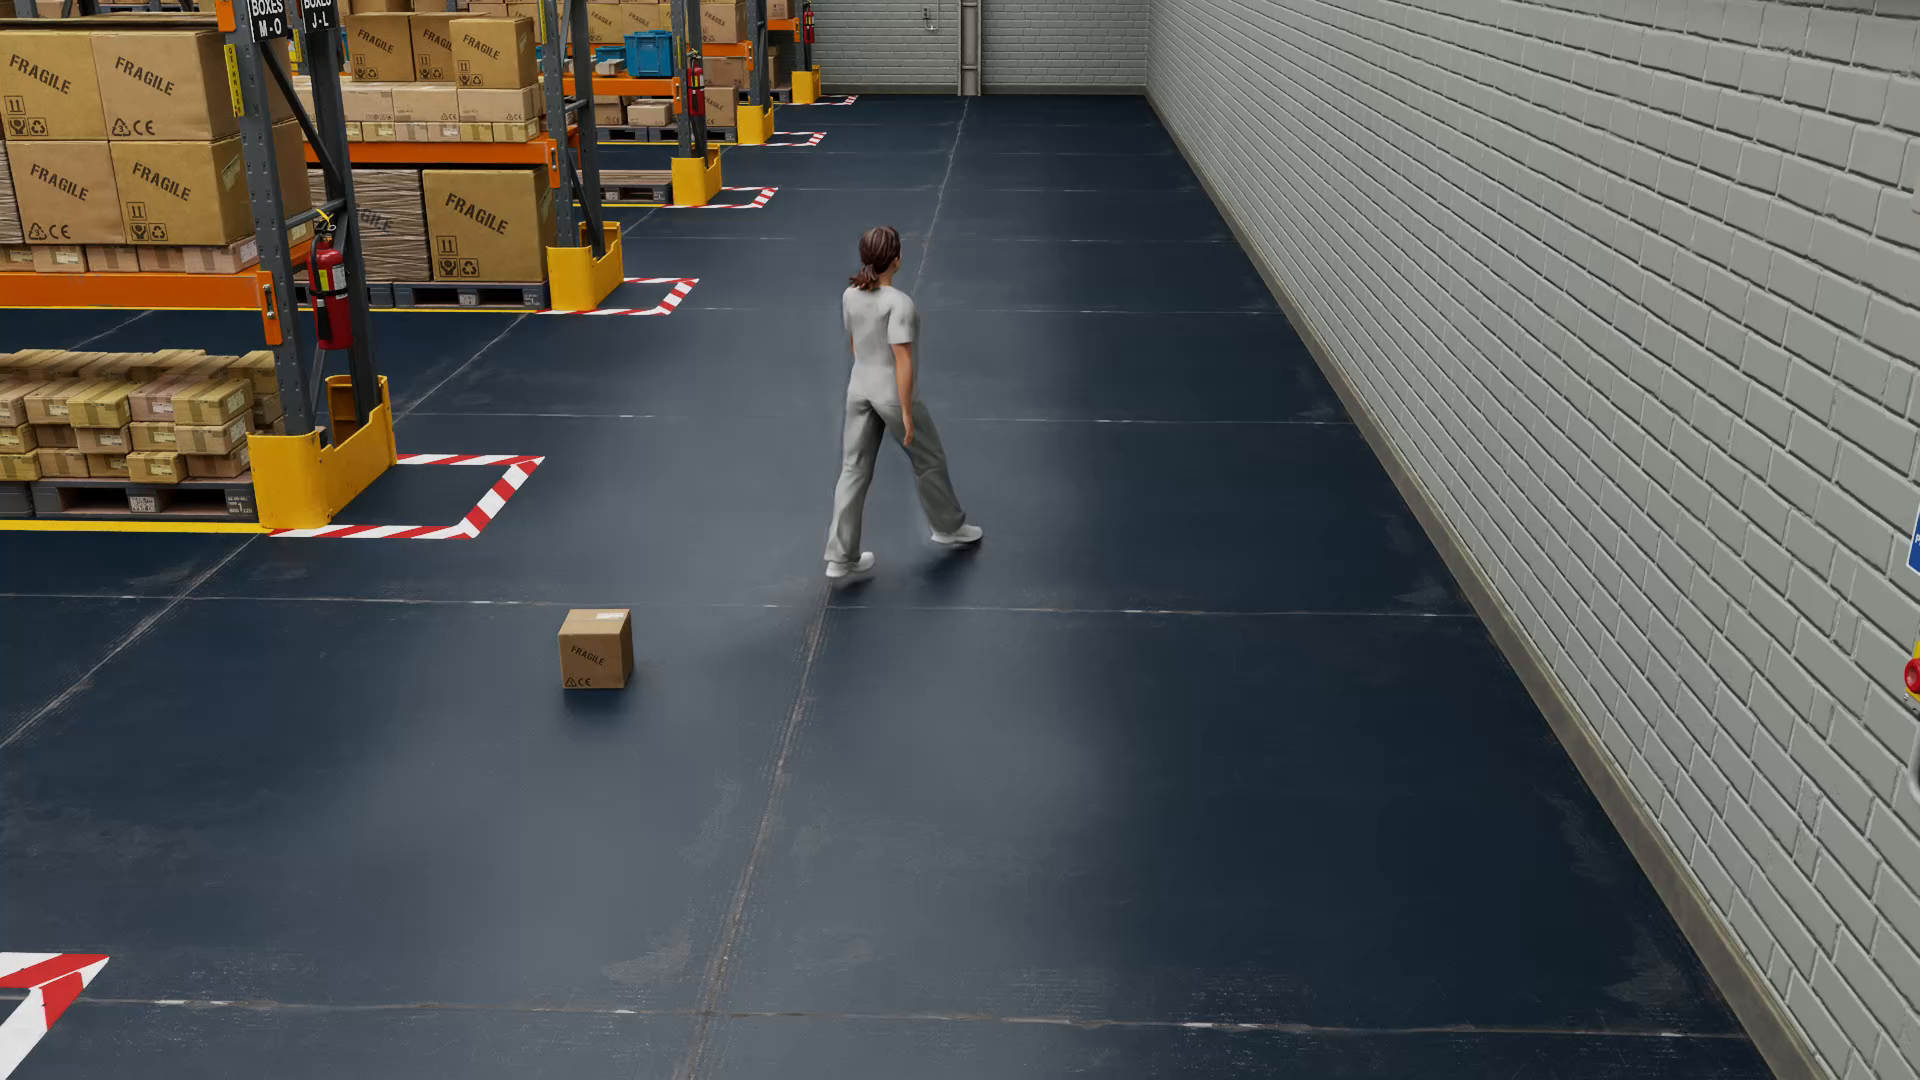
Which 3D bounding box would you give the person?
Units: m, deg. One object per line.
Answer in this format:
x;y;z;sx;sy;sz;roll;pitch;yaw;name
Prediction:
-0.299;-0.684;7.843;0.480;1.625;0.945;13;25;31;person
